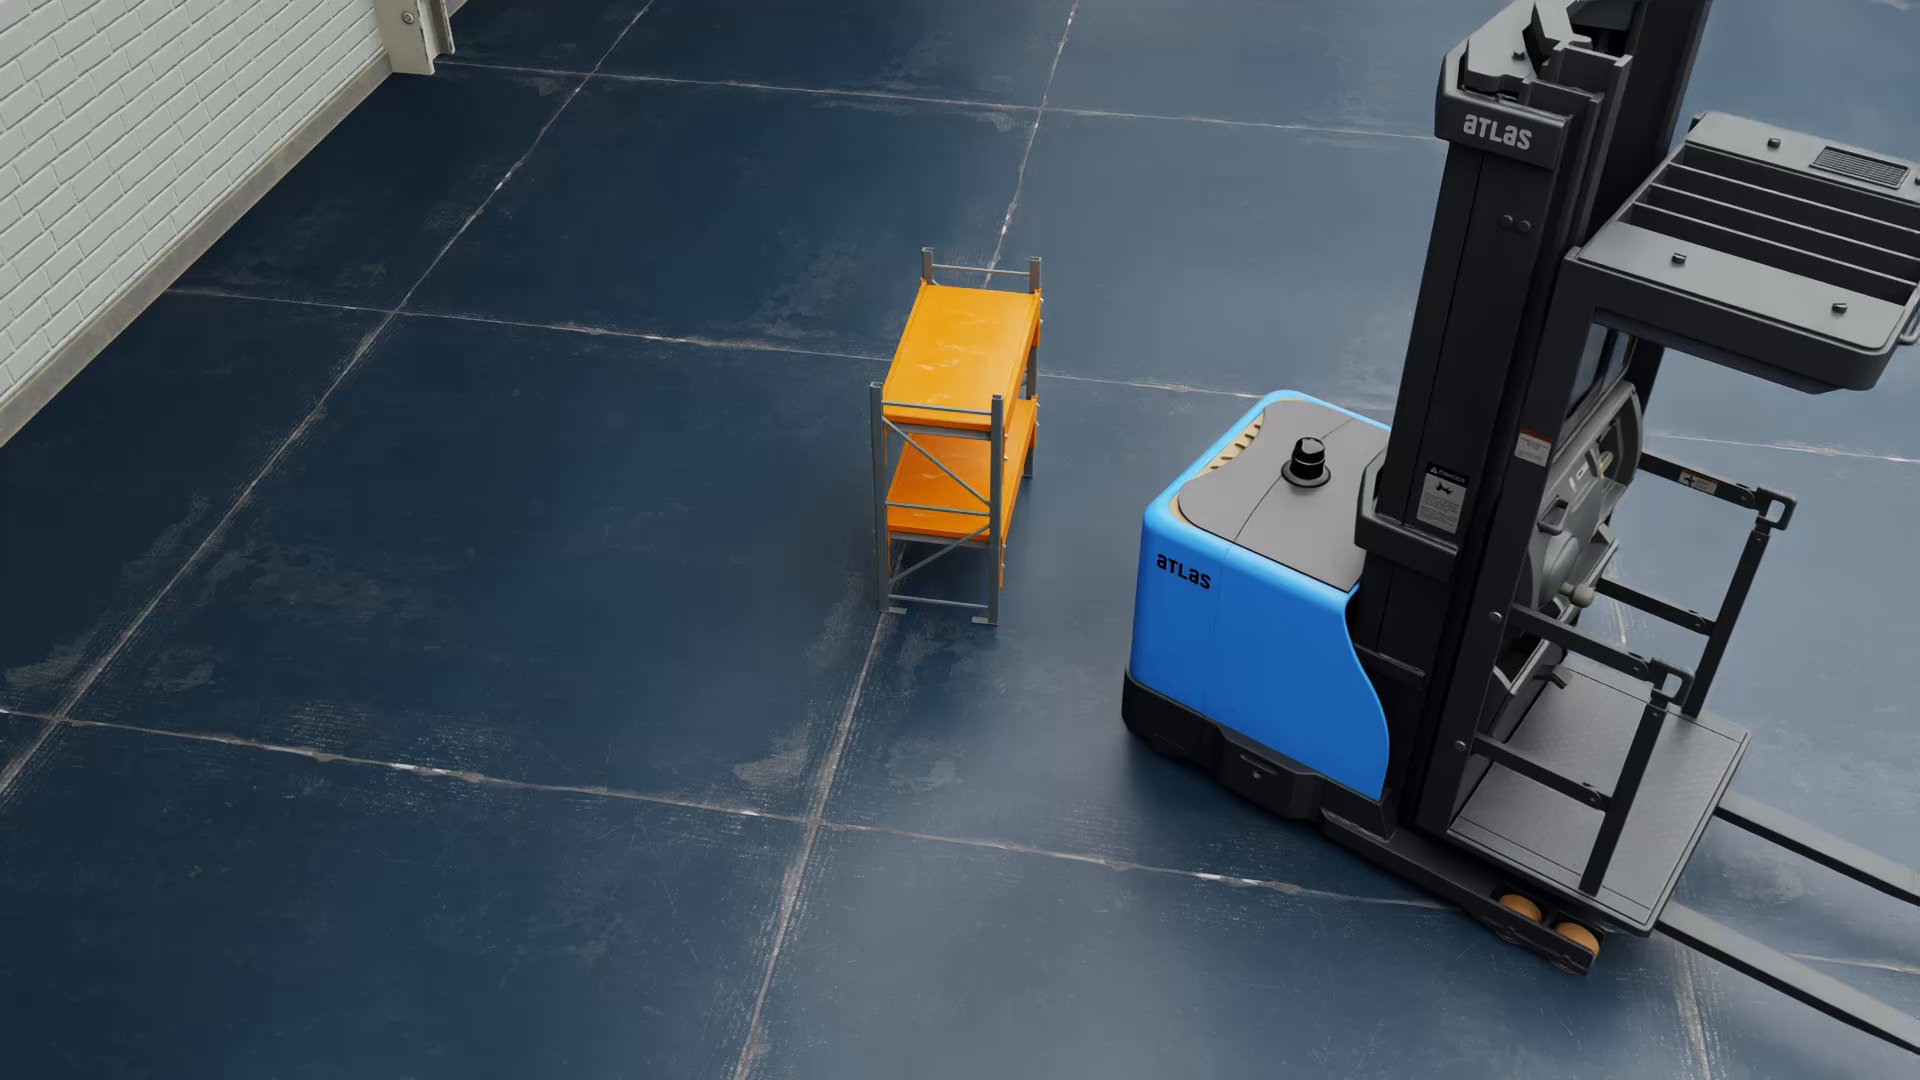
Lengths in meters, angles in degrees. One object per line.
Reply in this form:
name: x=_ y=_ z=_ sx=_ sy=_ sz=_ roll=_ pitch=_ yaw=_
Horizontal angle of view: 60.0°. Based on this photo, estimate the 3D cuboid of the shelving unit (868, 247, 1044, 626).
shelving unit: x=0.001 y=-0.438 z=6.897 sx=0.538 sy=1.125 sz=1.048 roll=6 pitch=40 yaw=8

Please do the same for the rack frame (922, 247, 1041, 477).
rack frame: x=0.089 y=-0.757 z=7.283 sx=0.500 sy=1.125 sz=0.032 roll=6 pitch=40 yaw=8

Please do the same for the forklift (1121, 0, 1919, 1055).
forklift: x=2.098 y=-0.083 z=5.051 sx=3.031 sy=2.935 sz=1.130 roll=26 pitch=46 yaw=28

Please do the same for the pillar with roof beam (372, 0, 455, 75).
pillar with roof beam: x=0.640 y=-6.199 z=7.686 sx=9.100 sy=9.000 sz=0.400 roll=6 pitch=40 yaw=8

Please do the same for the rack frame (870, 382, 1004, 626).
rack frame: x=-0.087 y=-0.119 z=6.511 sx=0.500 sy=1.125 sz=0.032 roll=6 pitch=40 yaw=8

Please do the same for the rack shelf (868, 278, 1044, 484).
rack shelf: x=0.001 y=-0.663 z=6.710 sx=0.538 sy=0.278 sz=1.000 roll=6 pitch=40 yaw=8

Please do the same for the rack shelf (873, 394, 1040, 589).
rack shelf: x=0.001 y=-0.249 z=7.053 sx=0.538 sy=0.278 sz=1.000 roll=6 pitch=40 yaw=8
